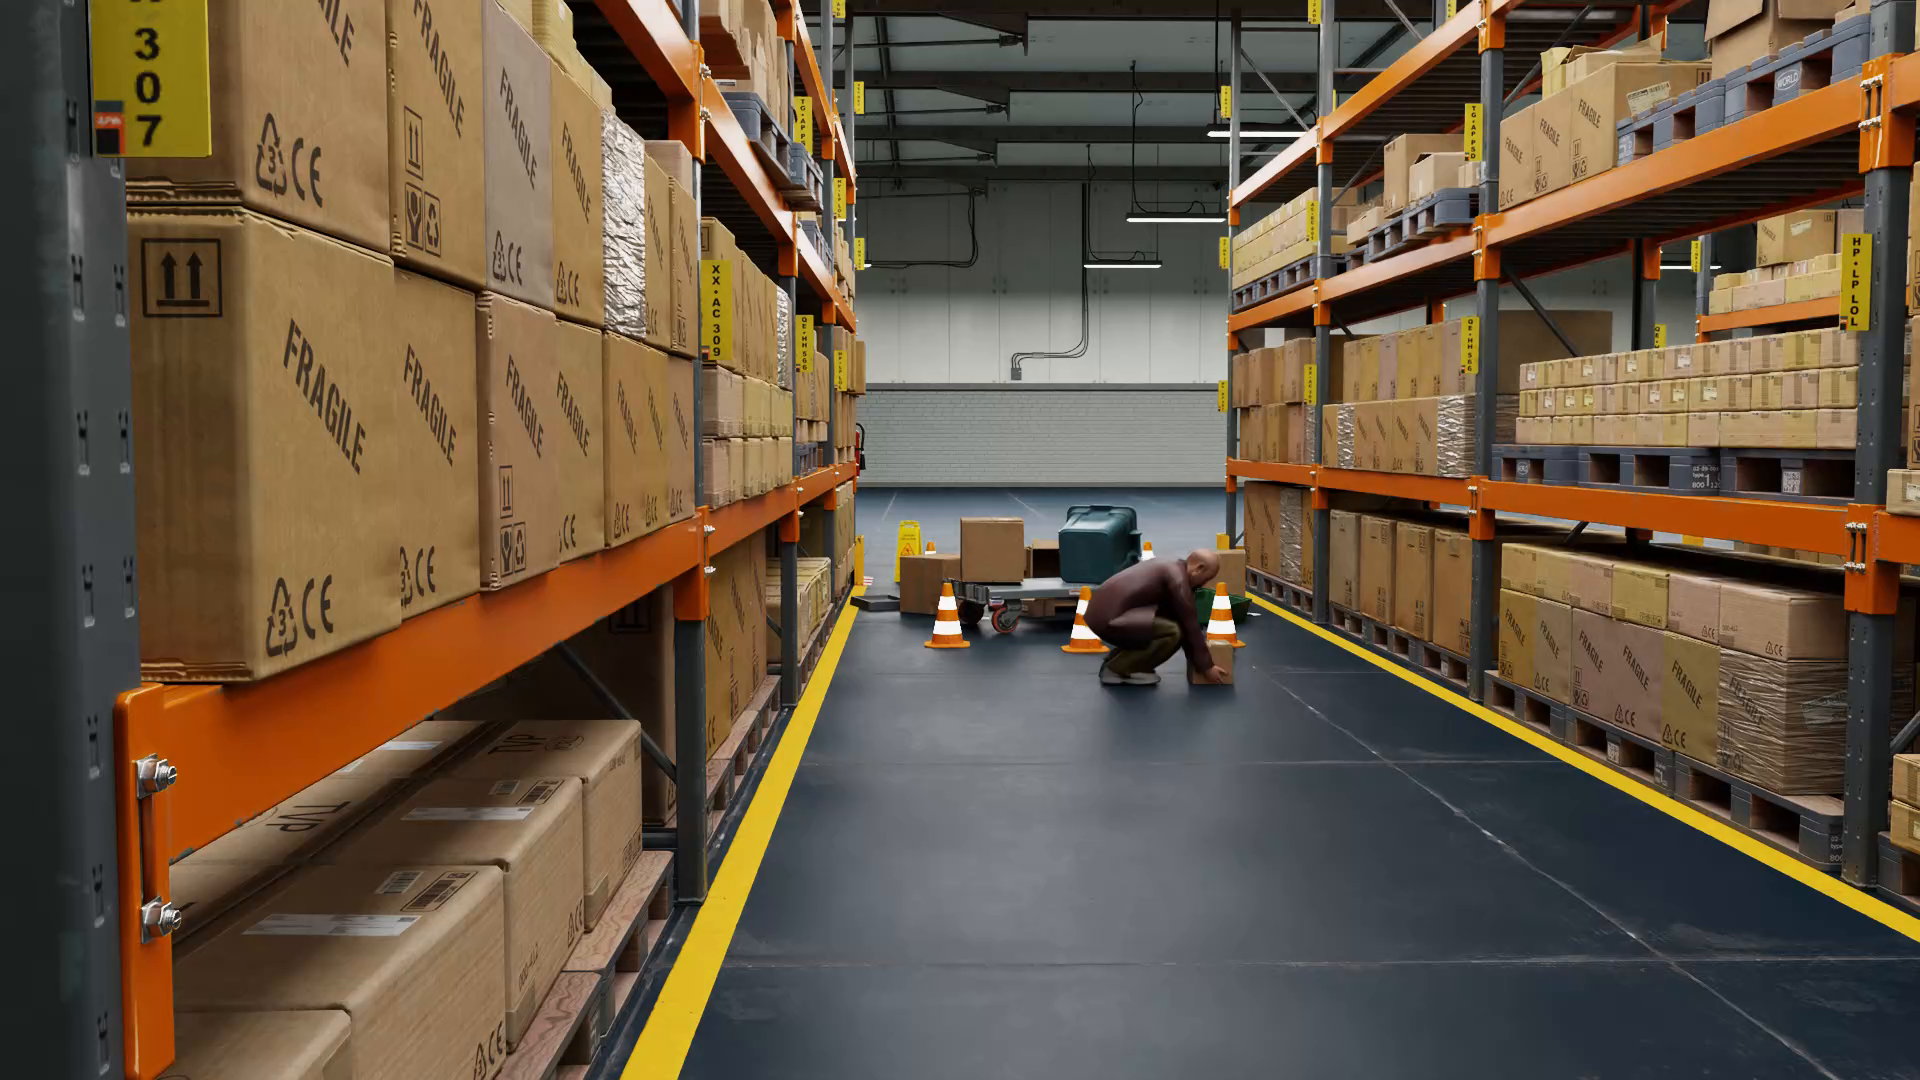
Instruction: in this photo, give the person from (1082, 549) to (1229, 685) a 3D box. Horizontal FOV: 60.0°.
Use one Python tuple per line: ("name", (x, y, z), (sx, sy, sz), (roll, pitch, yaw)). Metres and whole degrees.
("person", (1.229, 0.508, 10.531), (0.905, 0.877, 0.589), (0, 4, -1))
